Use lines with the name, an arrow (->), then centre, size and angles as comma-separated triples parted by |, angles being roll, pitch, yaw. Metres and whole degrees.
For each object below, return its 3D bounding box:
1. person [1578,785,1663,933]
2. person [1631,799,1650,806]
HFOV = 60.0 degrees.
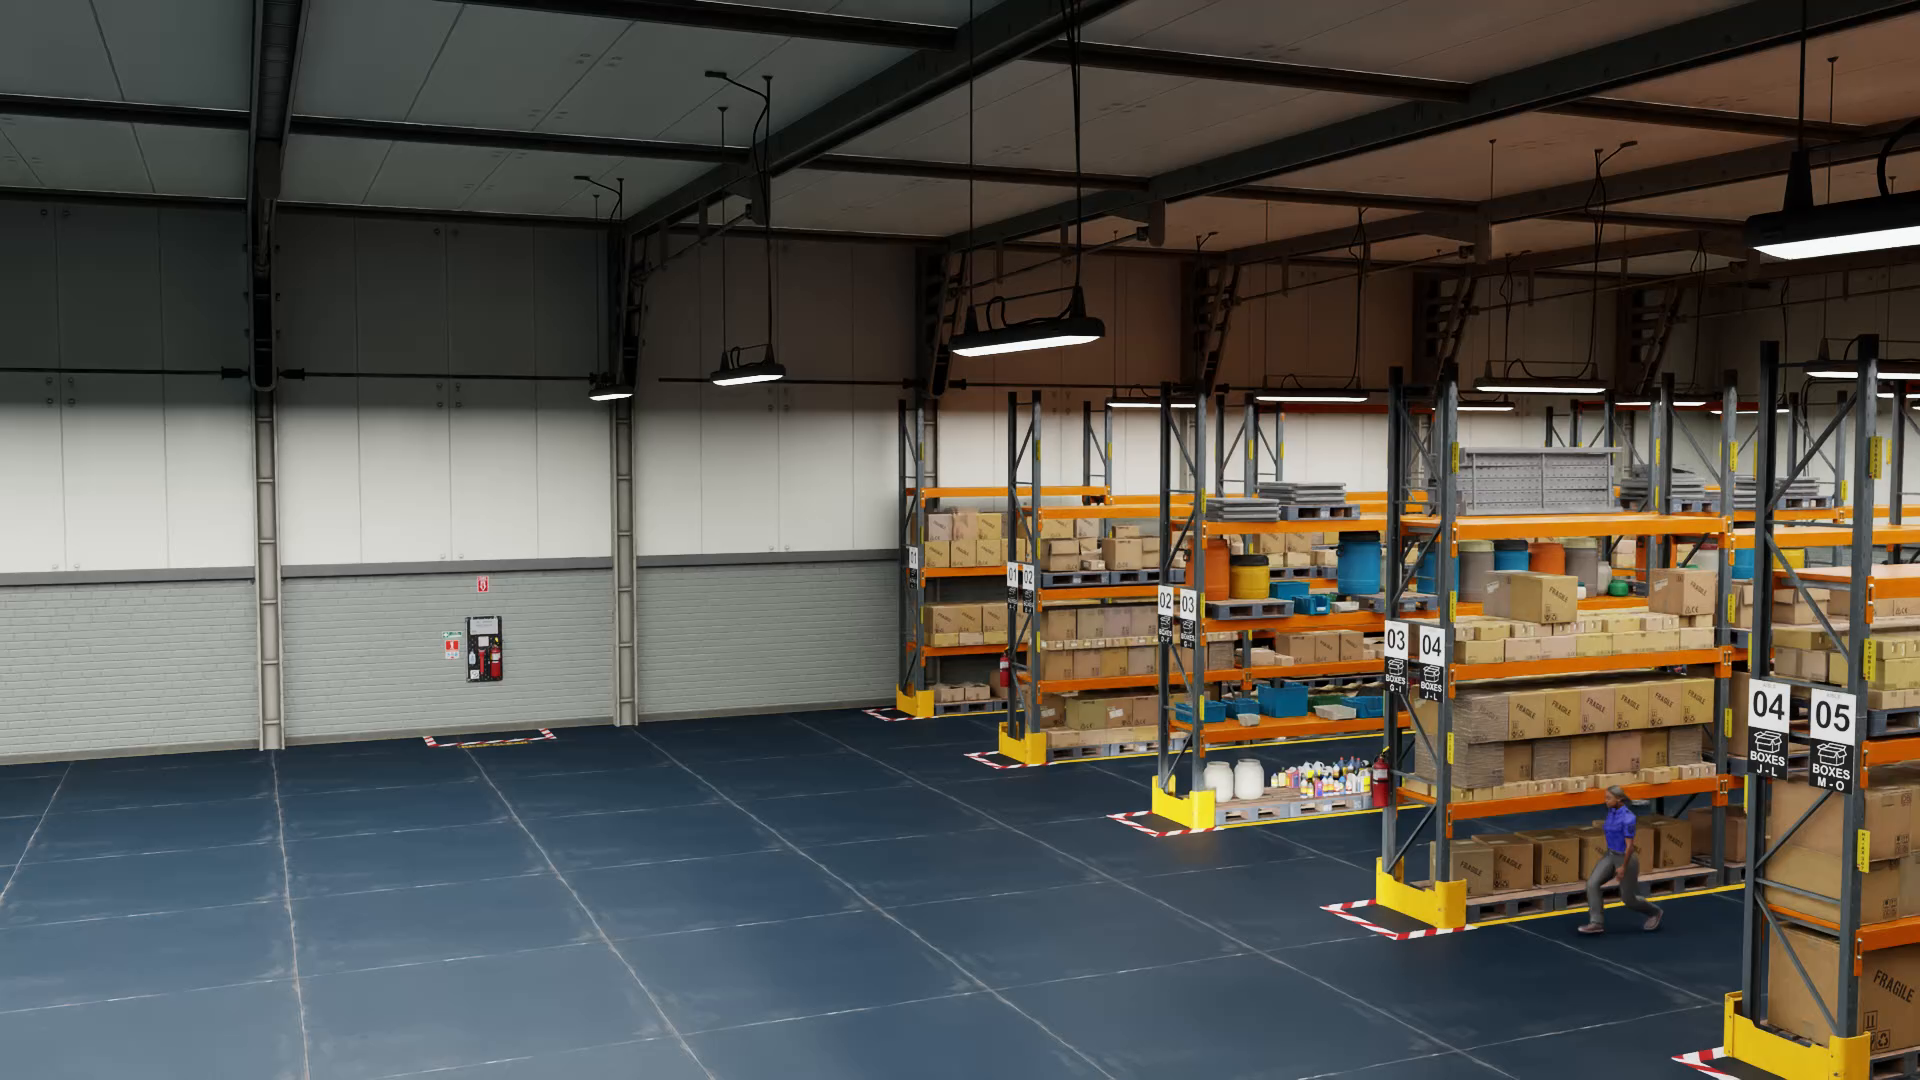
person -> 6.951, 3.355, 17.542 | 0.960, 1.531, 0.434 | -1, 4, -17
person -> 9.624, 2.946, 23.629 | 0.479, 1.675, 0.520 | -1, 3, -17
